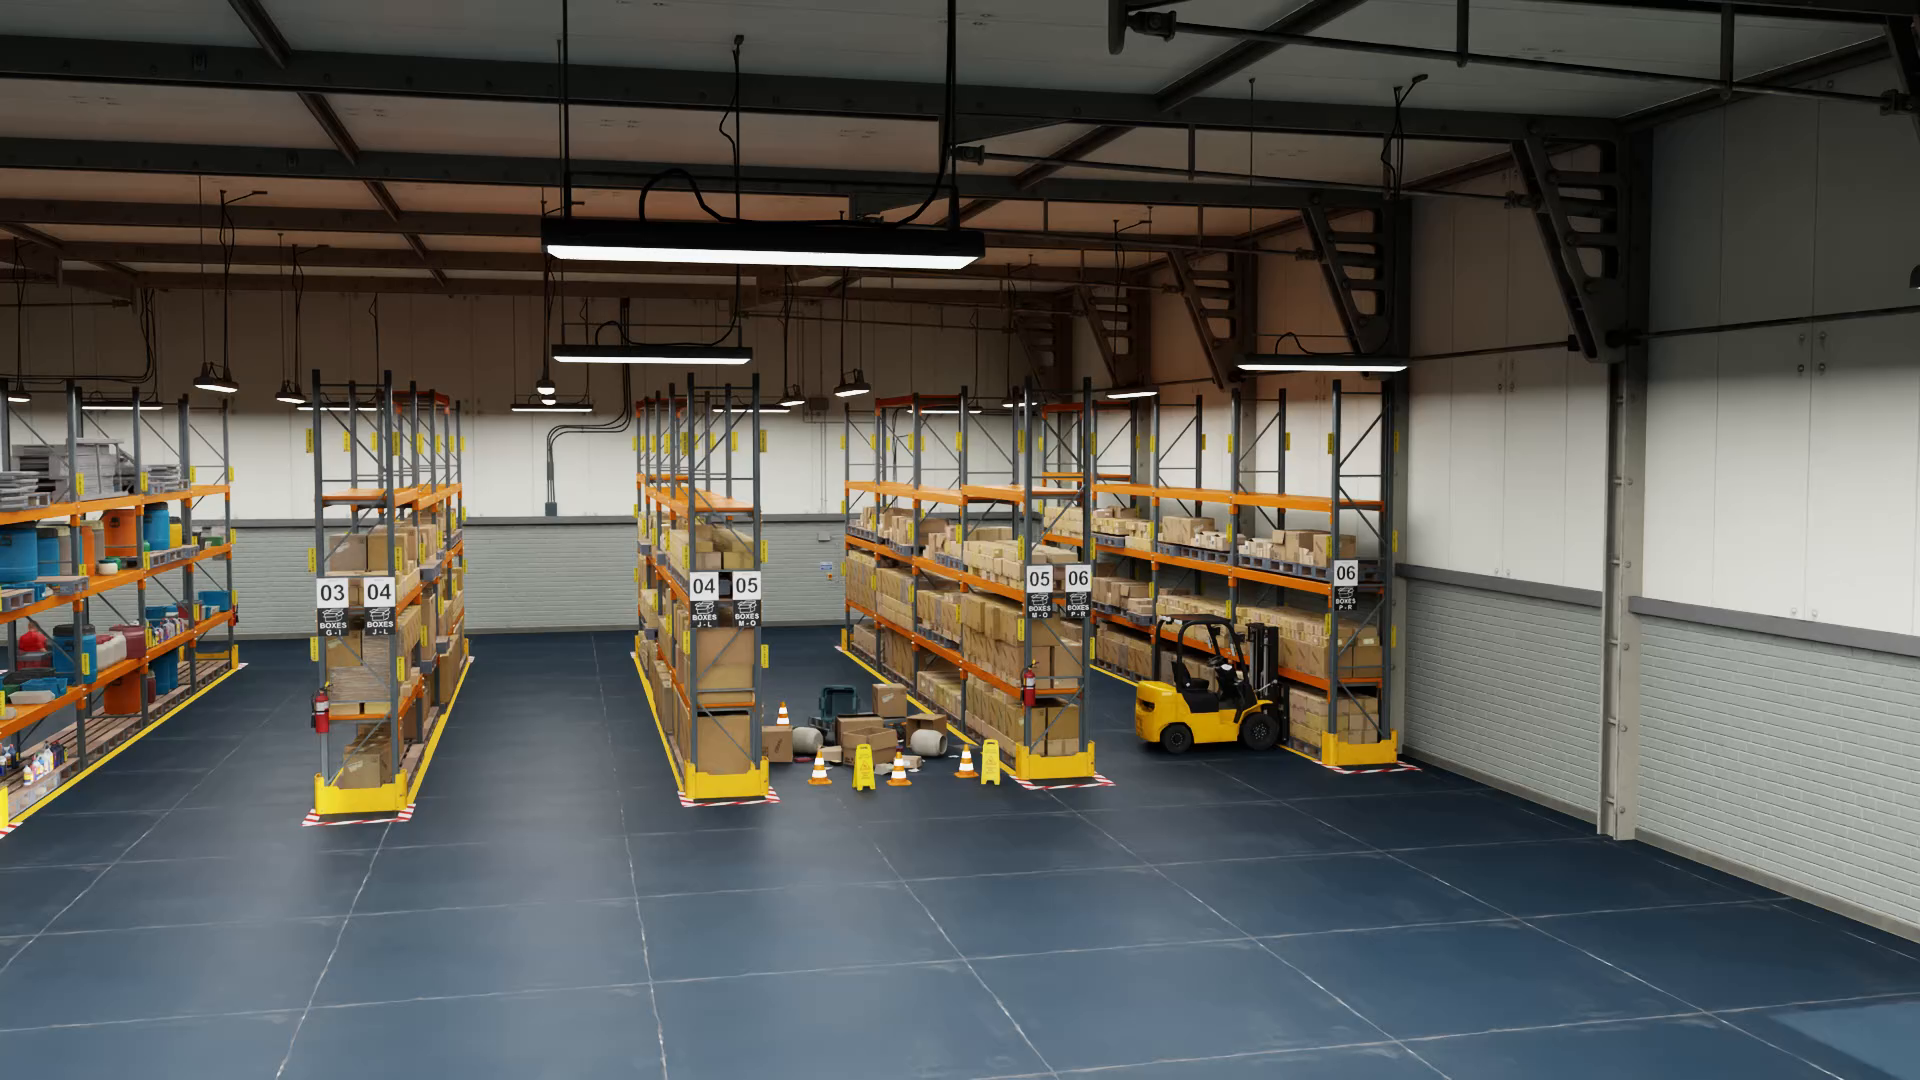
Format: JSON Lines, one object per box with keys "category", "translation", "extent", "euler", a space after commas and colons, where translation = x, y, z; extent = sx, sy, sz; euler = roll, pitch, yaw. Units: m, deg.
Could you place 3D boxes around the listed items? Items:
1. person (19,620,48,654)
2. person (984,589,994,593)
{"category": "person", "translation": [-17.244, 2.355, 30.945], "extent": [0.594, 1.719, 0.520], "euler": [0, 3, 5]}
{"category": "person", "translation": [0.781, 1.629, 44.150], "extent": [0.967, 1.634, 0.425], "euler": [-1, 4, -21]}
